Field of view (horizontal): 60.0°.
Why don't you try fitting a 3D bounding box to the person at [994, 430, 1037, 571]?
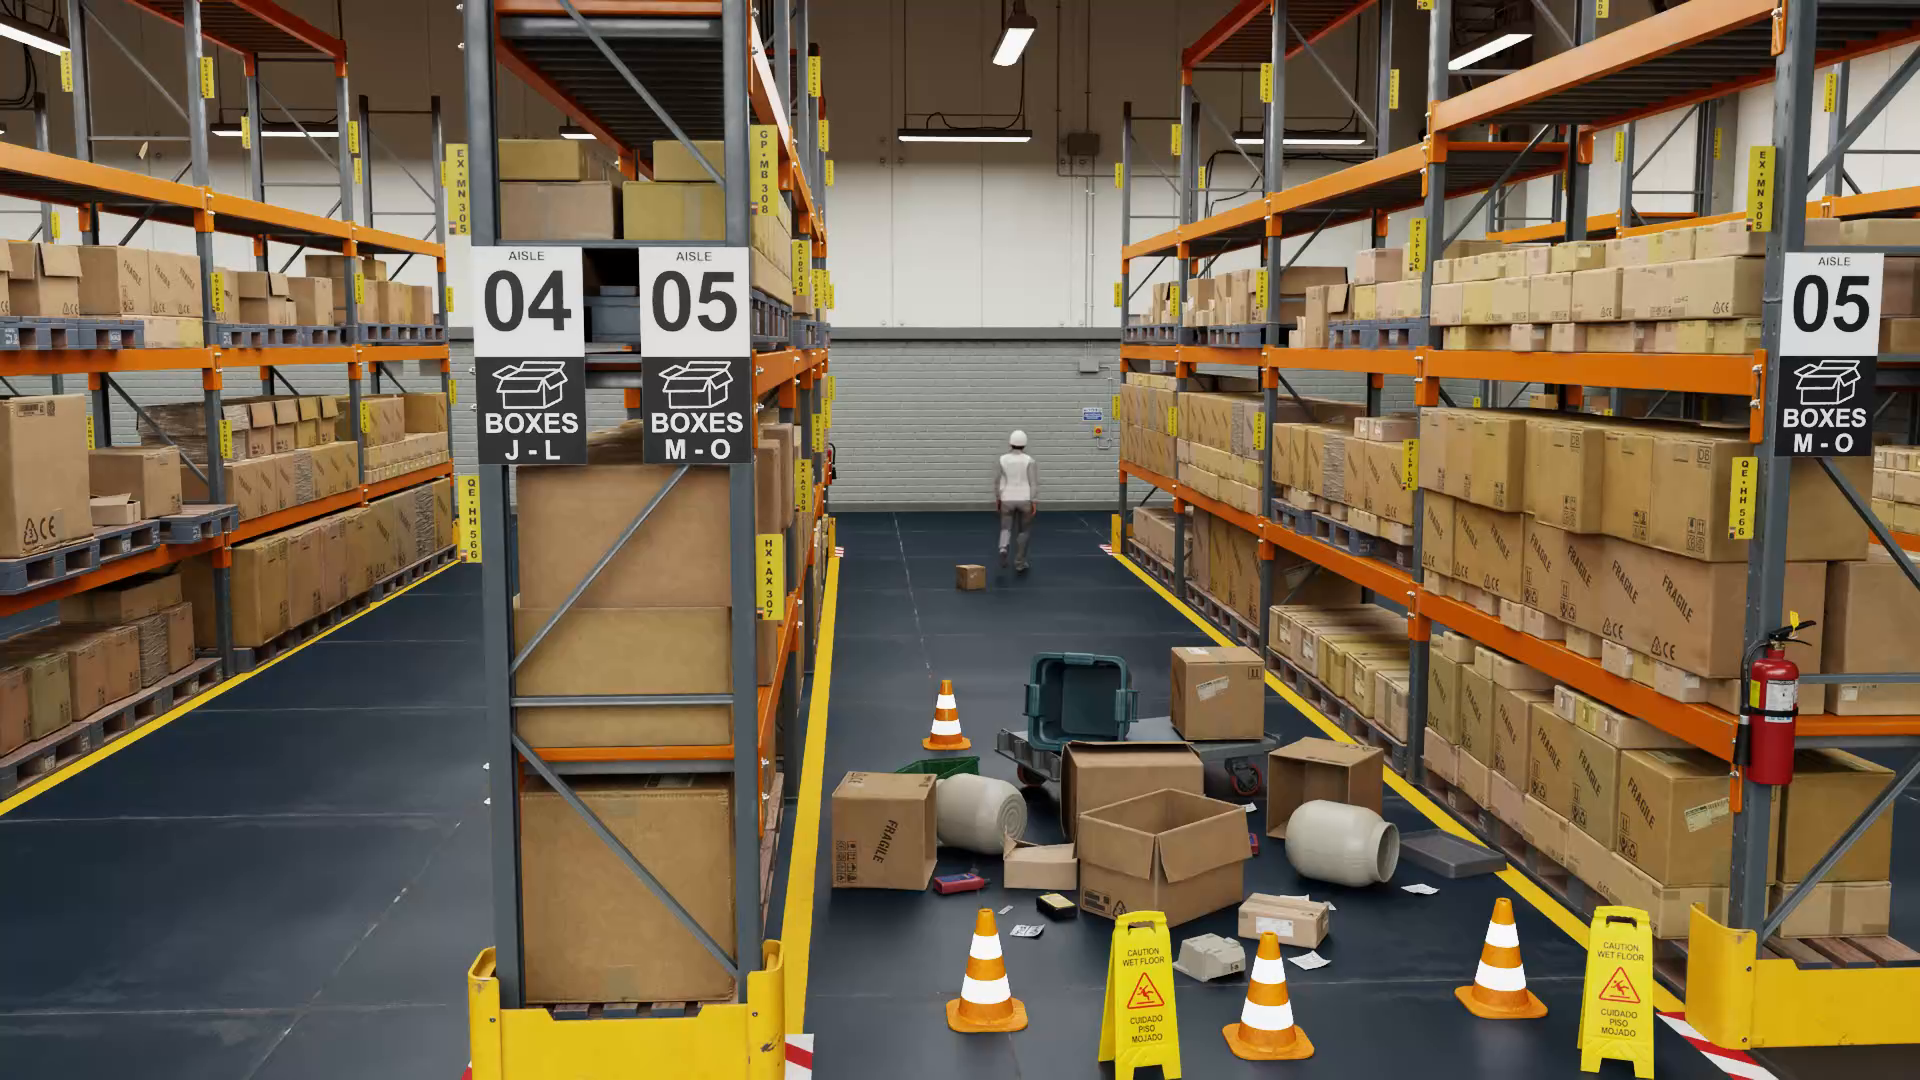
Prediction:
[{"bbox_3d":[0.682,-0.480,20.566,0.544,1.754,0.734,2,7,14],"label":"person"}]
